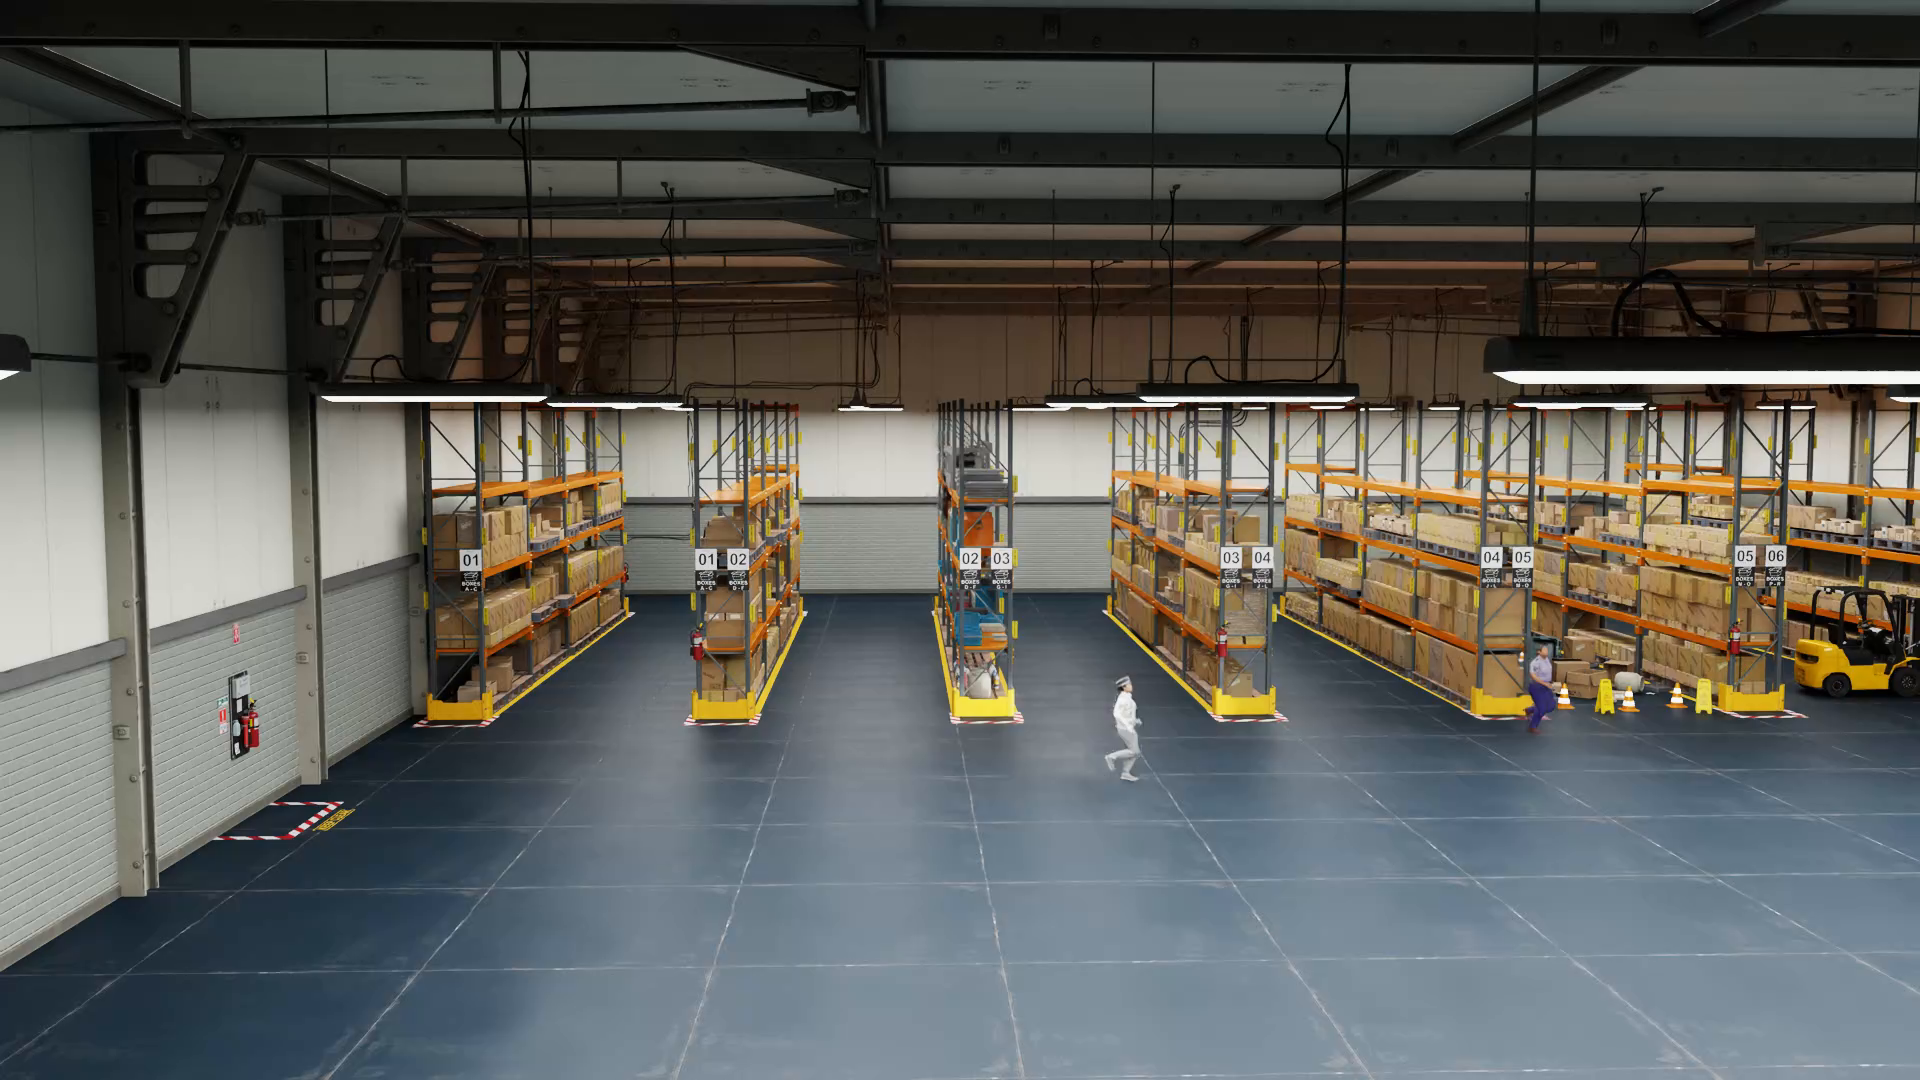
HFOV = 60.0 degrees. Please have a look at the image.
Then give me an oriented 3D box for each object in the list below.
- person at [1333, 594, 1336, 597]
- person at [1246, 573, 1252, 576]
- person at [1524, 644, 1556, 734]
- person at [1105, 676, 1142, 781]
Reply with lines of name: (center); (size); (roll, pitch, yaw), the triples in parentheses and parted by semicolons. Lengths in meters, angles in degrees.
person: (11.269, 1.137, 48.904); (0.806, 1.828, 0.666); (0, 4, -2)
person: (8.408, 1.176, 48.756); (0.923, 1.695, 0.851); (0, 4, -5)
person: (10.428, 2.672, 29.853); (0.638, 1.615, 0.597); (-4, 6, -43)
person: (2.557, 2.933, 25.962); (0.555, 1.657, 0.615); (1, 4, 12)
